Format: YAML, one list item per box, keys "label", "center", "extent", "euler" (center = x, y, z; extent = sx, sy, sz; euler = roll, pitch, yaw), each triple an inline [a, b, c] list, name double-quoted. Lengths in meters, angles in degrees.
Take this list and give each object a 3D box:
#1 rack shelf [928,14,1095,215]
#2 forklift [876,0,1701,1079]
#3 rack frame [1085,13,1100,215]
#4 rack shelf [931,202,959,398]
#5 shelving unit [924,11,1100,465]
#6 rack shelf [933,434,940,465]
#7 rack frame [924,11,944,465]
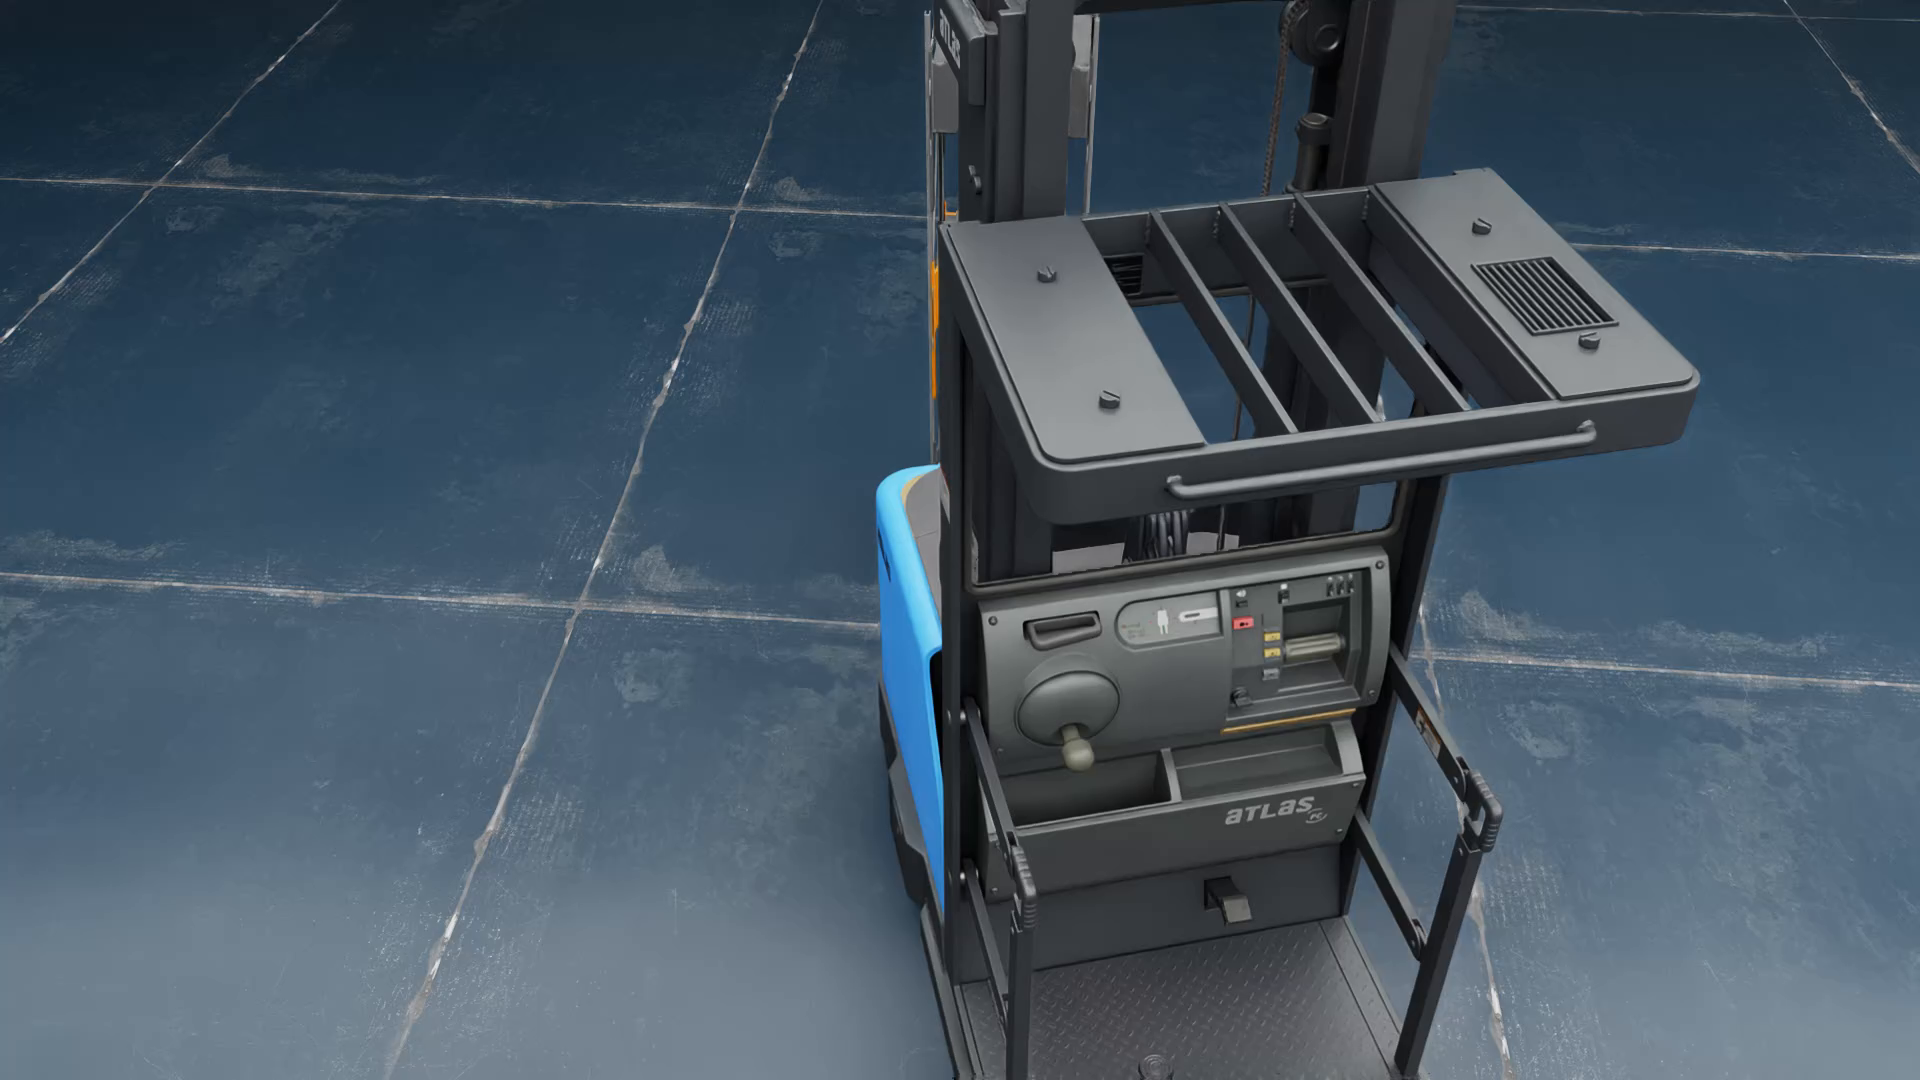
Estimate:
- label: "rack shelf"
  center: [0.165, -1.338, 5.143]
  extent: [0.480, 0.518, 0.431]
  euler: [3, 39, 4]
- label: "forklift"
  center: [0.553, 0.341, 3.509]
  extent: [1.130, 2.935, 3.031]
  euler: [-8, 40, -9]
- label: "rack frame"
  center: [0.408, -0.792, 5.560]
  extent: [0.015, 2.100, 0.400]
  euler: [3, 39, 4]
- label: "rack shelf"
  center: [0.165, -0.795, 5.585]
  extent: [0.480, 0.518, 0.431]
  euler: [3, 39, 4]
- label: "shelving unit"
  center: [0.165, -0.805, 5.576]
  extent: [0.503, 2.100, 0.431]
  euler: [3, 39, 4]
- label: "rack shelf"
  center: [0.165, -0.252, 6.027]
  extent: [0.480, 0.518, 0.431]
  euler: [3, 39, 4]
- label: "rack frame"
  center: [-0.078, -0.819, 5.592]
  extent: [0.015, 2.100, 0.400]
  euler: [3, 39, 4]
